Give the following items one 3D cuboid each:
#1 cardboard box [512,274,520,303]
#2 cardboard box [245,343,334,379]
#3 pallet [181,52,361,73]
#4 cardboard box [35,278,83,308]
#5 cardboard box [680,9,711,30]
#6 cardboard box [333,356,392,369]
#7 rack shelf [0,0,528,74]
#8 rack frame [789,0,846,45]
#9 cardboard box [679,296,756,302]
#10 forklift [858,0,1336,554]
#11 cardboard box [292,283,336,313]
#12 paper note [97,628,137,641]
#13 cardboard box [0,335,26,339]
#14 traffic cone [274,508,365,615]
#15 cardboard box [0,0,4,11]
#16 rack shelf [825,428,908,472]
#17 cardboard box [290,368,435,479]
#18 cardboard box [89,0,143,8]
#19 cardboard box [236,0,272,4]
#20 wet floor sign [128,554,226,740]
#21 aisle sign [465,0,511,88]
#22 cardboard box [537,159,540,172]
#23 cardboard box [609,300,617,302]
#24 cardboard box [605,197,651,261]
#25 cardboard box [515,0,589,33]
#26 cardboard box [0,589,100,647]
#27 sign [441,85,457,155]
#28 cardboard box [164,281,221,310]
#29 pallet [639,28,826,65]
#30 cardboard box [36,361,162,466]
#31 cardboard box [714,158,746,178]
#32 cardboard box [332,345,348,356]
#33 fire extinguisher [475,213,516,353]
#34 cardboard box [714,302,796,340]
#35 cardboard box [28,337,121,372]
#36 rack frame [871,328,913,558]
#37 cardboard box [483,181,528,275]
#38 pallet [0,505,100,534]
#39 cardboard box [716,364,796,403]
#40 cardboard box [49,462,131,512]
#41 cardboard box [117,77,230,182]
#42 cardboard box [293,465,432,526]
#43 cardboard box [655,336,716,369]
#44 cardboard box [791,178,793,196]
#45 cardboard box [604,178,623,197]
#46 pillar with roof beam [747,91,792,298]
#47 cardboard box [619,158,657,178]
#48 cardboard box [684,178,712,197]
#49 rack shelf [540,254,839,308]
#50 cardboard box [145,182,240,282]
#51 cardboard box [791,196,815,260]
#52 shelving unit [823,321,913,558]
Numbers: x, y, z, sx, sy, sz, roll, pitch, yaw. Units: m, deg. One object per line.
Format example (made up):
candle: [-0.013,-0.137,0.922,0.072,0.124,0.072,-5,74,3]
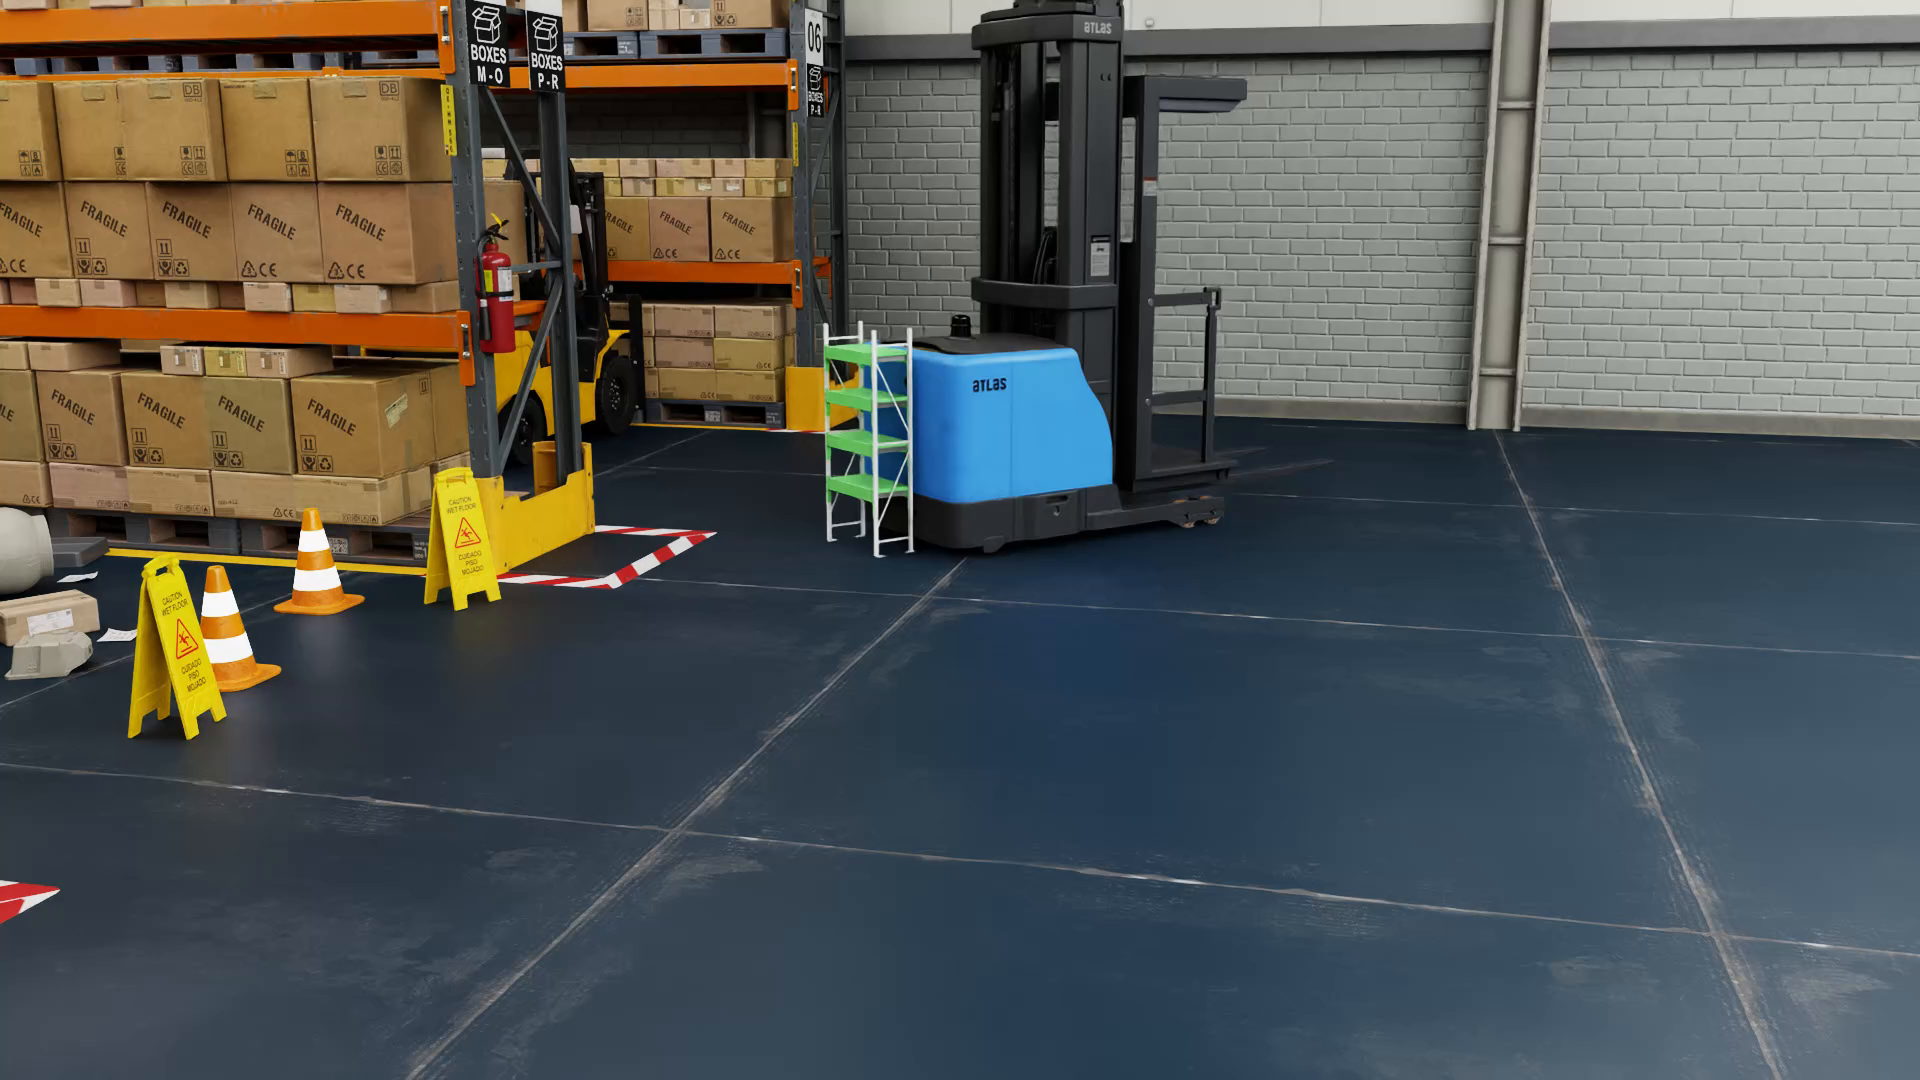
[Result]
cardboard box: [-2.575,-1.344,8.948,0.250,0.149,0.380,3,13,14]
cardboard box: [-3.508,-0.943,8.708,0.250,0.149,0.380,3,13,15]
pallet: [-5.852,-4.072,14.176,1.217,0.209,0.805,3,13,11]
cardboard box: [-4.710,-1.339,8.922,0.250,0.149,0.380,3,13,14]
cardboard box: [-1.986,-4.025,12.903,0.250,0.149,0.380,3,13,12]
cardboard box: [-3.544,-0.762,9.390,0.500,0.500,0.500,3,13,11]
rack shelf: [-4.237,-2.623,8.866,4.000,0.370,1.077,3,13,14]
rack frame: [-1.109,-5.379,12.701,0.127,3.000,1.000,3,13,14]
cardboard box: [-2.016,-1.891,13.900,0.500,0.250,0.500,3,13,14]
forklift: [0.927,-1.584,9.605,3.031,2.935,1.130,-8,15,-33]
cardboard box: [-3.225,-1.265,8.591,0.250,0.149,0.380,3,13,13]
paper note: [-3.689,0.413,7.301,0.142,0.019,0.148,-1,13,-6]
cardboard box: [-8.274,-1.875,15.275,0.625,0.625,0.875,3,13,15]
traffic cone: [-3.021,0.082,7.798,0.334,0.463,0.336,3,13,14]
cardboard box: [-4.936,-2.835,8.741,0.250,0.149,0.380,3,13,12]
rack shelf: [-0.493,-0.487,8.953,0.258,0.148,0.480,-9,15,-34]
cardboard box: [-3.135,-0.621,8.756,0.500,0.500,0.500,3,13,14]
cardboard box: [-4.210,-2.778,8.483,0.250,0.149,0.380,3,13,13]
cardboard box: [-3.437,-2.761,8.410,0.250,0.149,0.380,3,13,14]
wet floor sign: [-2.880,0.375,6.055,0.232,0.644,0.267,1,13,4]
aisle sign: [-2.304,-2.611,8.074,0.004,0.787,0.394,3,13,14]
cardboard box: [-3.238,-3.030,13.550,0.250,0.149,0.380,3,13,14]
cardboard box: [-3.111,-1.836,13.655,0.500,0.250,0.500,3,13,12]
cardboard box: [-2.649,-2.524,13.456,0.500,0.500,0.500,3,13,12]
cardboard box: [-3.127,-4.303,13.338,0.637,0.503,0.797,3,13,15]
cardboard box: [-4.051,0.343,7.346,0.250,0.149,0.380,12,17,43]
sign: [-2.447,-2.010,7.964,0.005,0.325,0.100,3,13,14]
cardboard box: [-3.968,-1.309,8.790,0.250,0.149,0.380,3,13,13]
pallet: [-1.789,-3.913,13.225,1.213,0.211,1.003,3,13,14]
cardboard box: [-4.645,-0.702,9.121,0.500,0.500,0.500,4,13,16]
cardboard box: [-1.754,-2.941,13.150,0.250,0.149,0.380,3,13,14]
cardboard box: [-5.502,-1.728,14.609,0.625,0.625,0.875,4,13,16]
fire extinguisher: [-2.294,-1.265,8.190,0.183,0.674,0.296,3,13,14]
cardboard box: [-1.631,-1.759,13.307,0.500,0.250,0.500,4,13,15]
cardboard box: [-4.802,-1.013,9.023,0.250,0.149,0.380,4,13,17]
rack frame: [-0.353,-0.506,8.744,0.240,1.200,0.015,-9,15,-34]
cardboard box: [-2.688,-1.683,8.976,0.500,0.500,0.500,3,13,13]
pallet: [-5.518,-0.225,9.759,1.213,0.211,1.003,3,13,14]
cardboard box: [-1.641,-1.270,13.413,0.500,0.250,0.500,3,13,14]
cardboard box: [-4.634,-0.336,9.203,0.500,0.250,0.500,3,13,13]
cardboard box: [-3.852,-2.101,8.554,0.500,0.500,0.700,3,13,13]
cardboard box: [-3.167,-0.255,8.837,0.500,0.250,0.500,3,13,13]
cardboard box: [-2.141,-1.544,13.494,0.500,0.250,0.500,3,13,13]
cardboard box: [-1.376,-2.888,13.595,0.250,0.149,0.380,3,13,12]
cardboard box: [-2.764,-2.836,13.362,0.250,0.149,0.380,3,13,14]
pillar with roof beam: [-2.601,-4.699,9.638,0.400,9.000,9.100,3,13,14]
cardboard box: [-2.518,-2.968,13.270,0.250,0.149,0.380,3,13,15]
cardboard box: [-2.005,-2.808,13.235,0.250,0.149,0.380,3,13,15]
rack shelf: [-3.051,-2.202,13.896,4.000,0.370,1.077,3,13,14]
cardboard box: [-3.858,-1.624,8.710,0.500,0.500,0.500,3,13,13]
cardboard box: [-1.524,-2.583,13.719,0.500,0.500,0.500,3,13,15]
shelving unit: [-0.493,-0.549,8.939,0.258,1.200,0.503,-9,15,-34]
